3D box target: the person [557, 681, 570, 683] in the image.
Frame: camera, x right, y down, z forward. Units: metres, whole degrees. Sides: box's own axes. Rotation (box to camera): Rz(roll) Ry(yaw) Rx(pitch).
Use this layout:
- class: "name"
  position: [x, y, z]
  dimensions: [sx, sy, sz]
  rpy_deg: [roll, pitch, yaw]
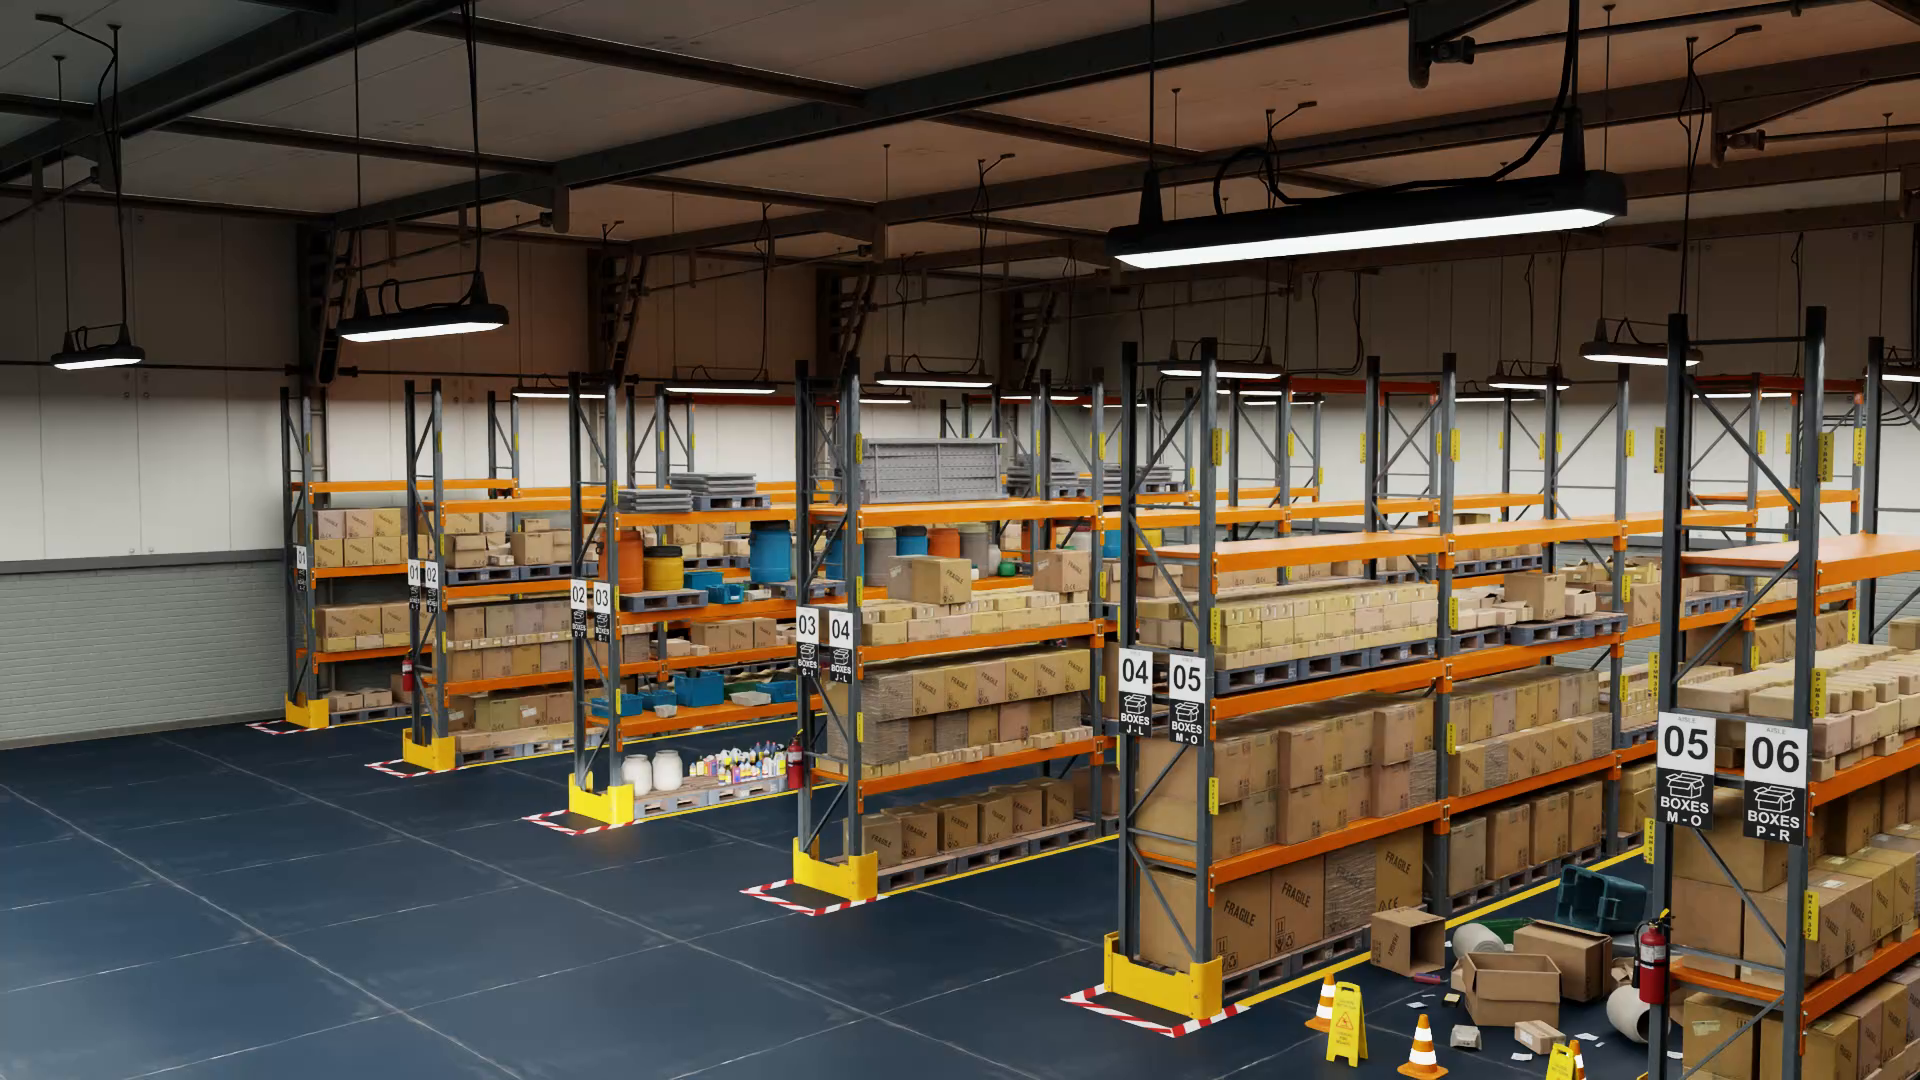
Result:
- class: "person"
  position: [-7.130, 2.379, 29.922]
  dimensions: [0.621, 1.751, 0.941]
  rpy_deg: [1, 4, 19]
